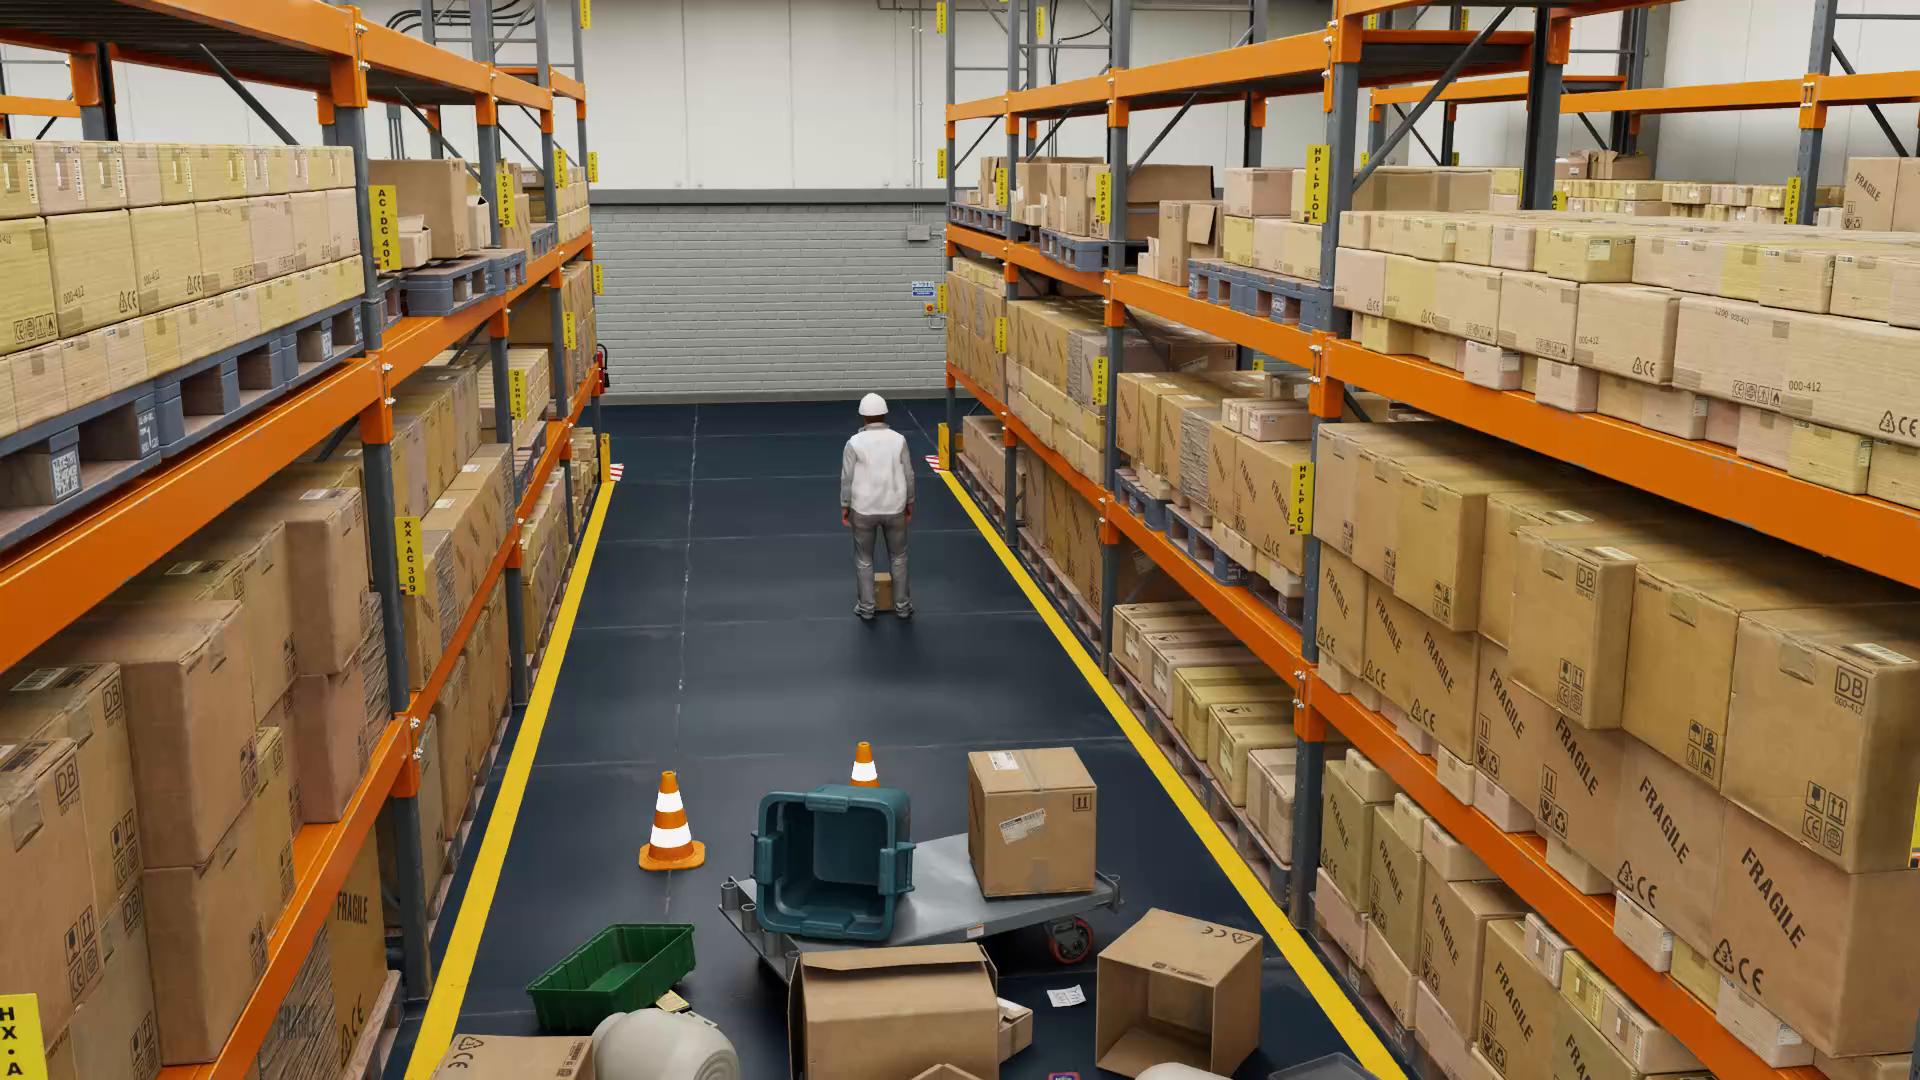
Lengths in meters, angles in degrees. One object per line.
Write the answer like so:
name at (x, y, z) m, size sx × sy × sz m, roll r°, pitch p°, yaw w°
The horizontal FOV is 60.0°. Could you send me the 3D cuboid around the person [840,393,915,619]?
person at (-0.643, -0.263, 13.054) m, size 0.594 × 1.773 × 0.457 m, roll -3°, pitch 13°, yaw -11°
